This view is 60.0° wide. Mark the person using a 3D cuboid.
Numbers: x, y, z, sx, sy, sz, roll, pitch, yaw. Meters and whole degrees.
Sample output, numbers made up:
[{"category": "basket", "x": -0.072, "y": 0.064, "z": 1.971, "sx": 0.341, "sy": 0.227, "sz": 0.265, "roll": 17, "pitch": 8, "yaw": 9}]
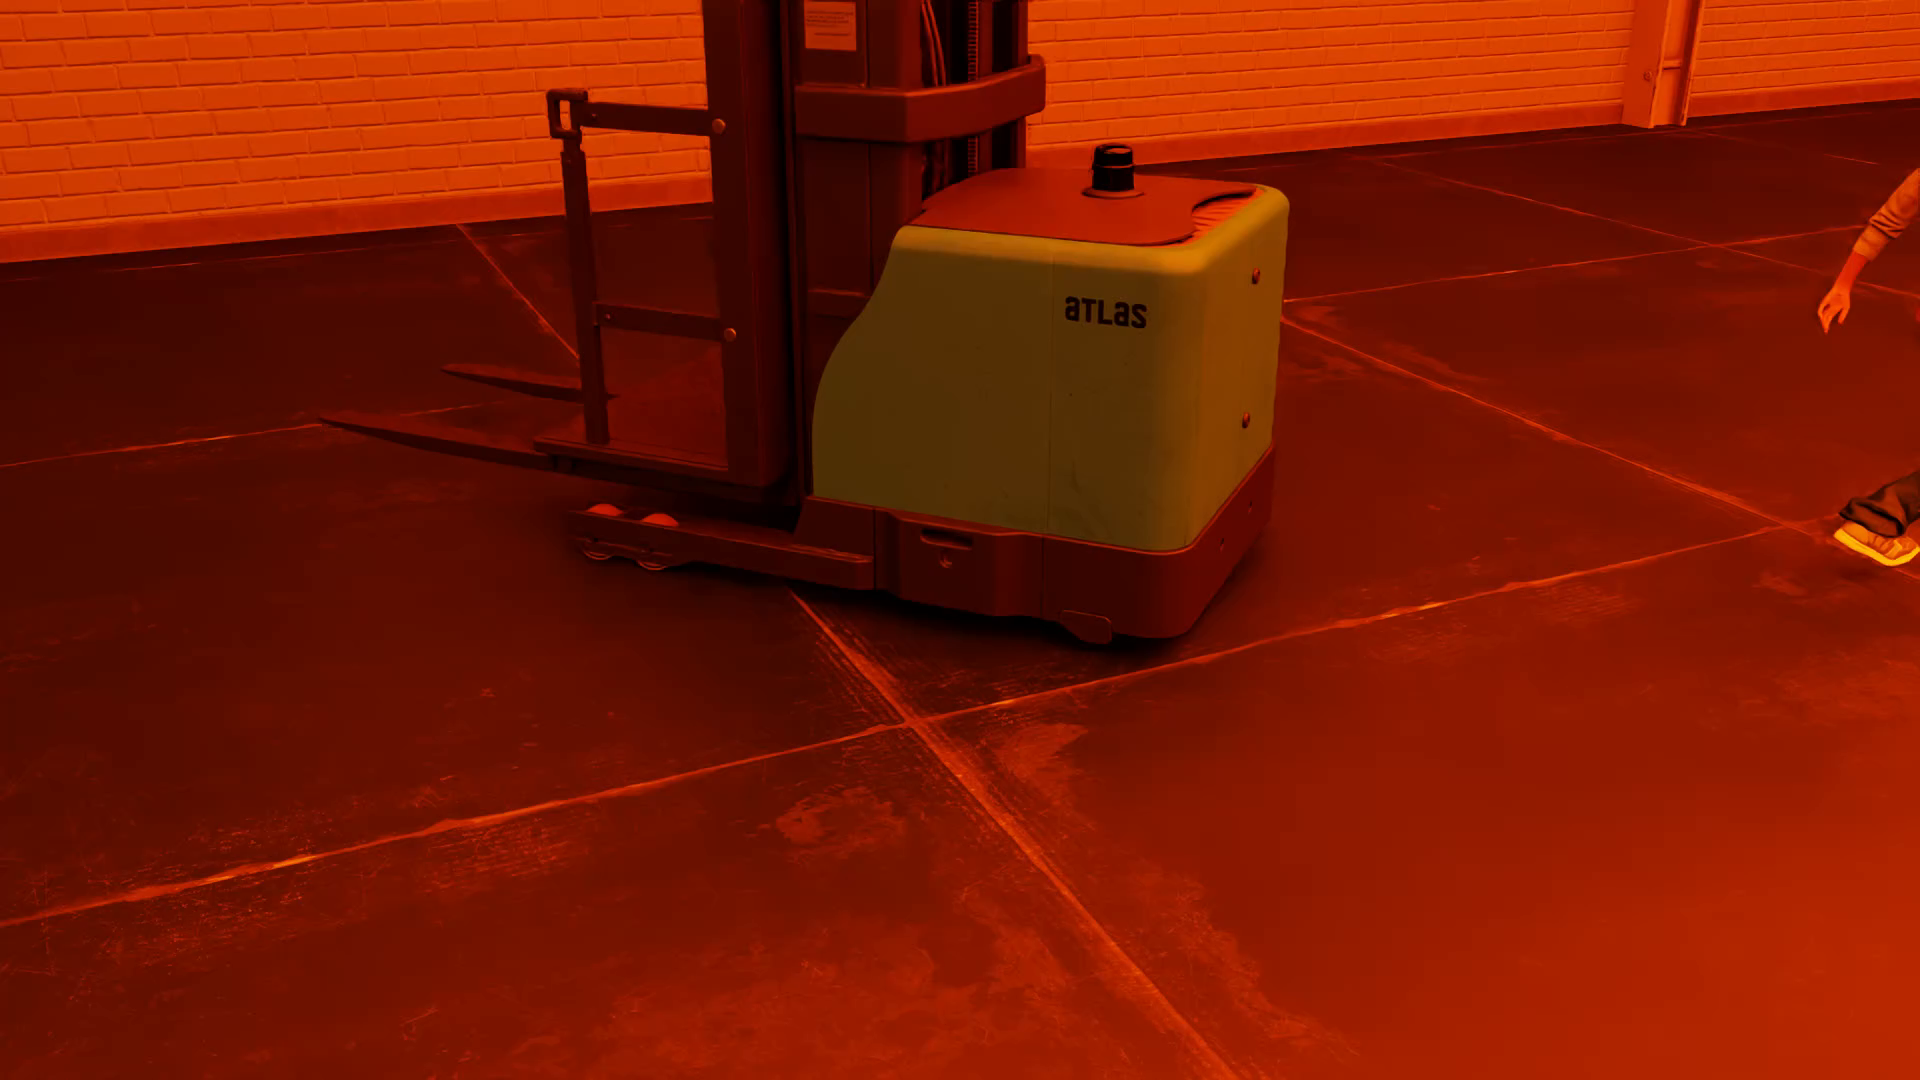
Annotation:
[{"category": "person", "x": 2.866, "y": -0.618, "z": 4.660, "sx": 0.758, "sy": 1.516, "sz": 0.451, "roll": -4, "pitch": 23, "yaw": -9}]

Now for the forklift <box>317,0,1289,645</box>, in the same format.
[{"category": "forklift", "x": -0.613, "y": -1.436, "z": 4.744, "sx": 3.031, "sy": 2.935, "sz": 1.130, "roll": 10, "pitch": 24, "yaw": 22}]
